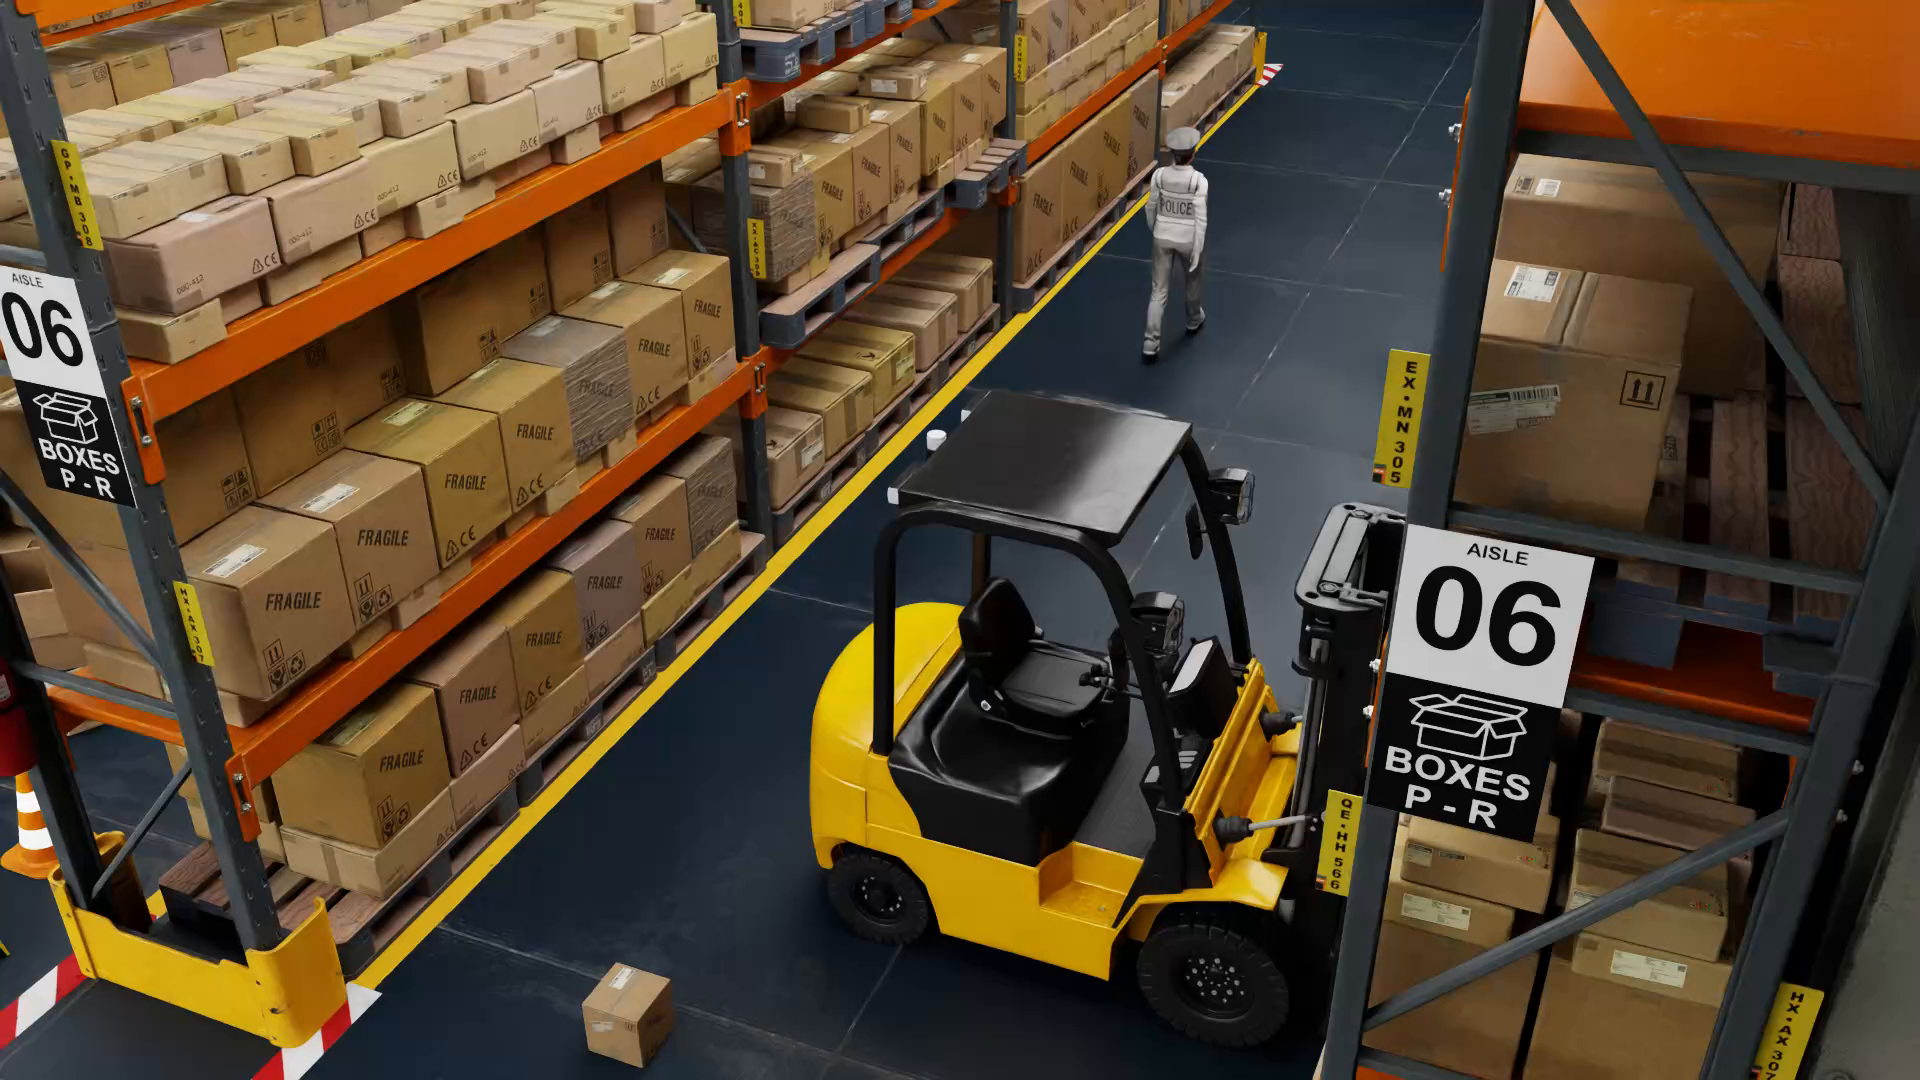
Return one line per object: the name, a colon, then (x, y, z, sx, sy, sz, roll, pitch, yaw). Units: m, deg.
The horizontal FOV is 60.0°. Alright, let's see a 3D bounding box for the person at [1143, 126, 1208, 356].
person: (1.597, -2.243, 12.276, 0.496, 1.629, 1.002, 10, 31, 17)
